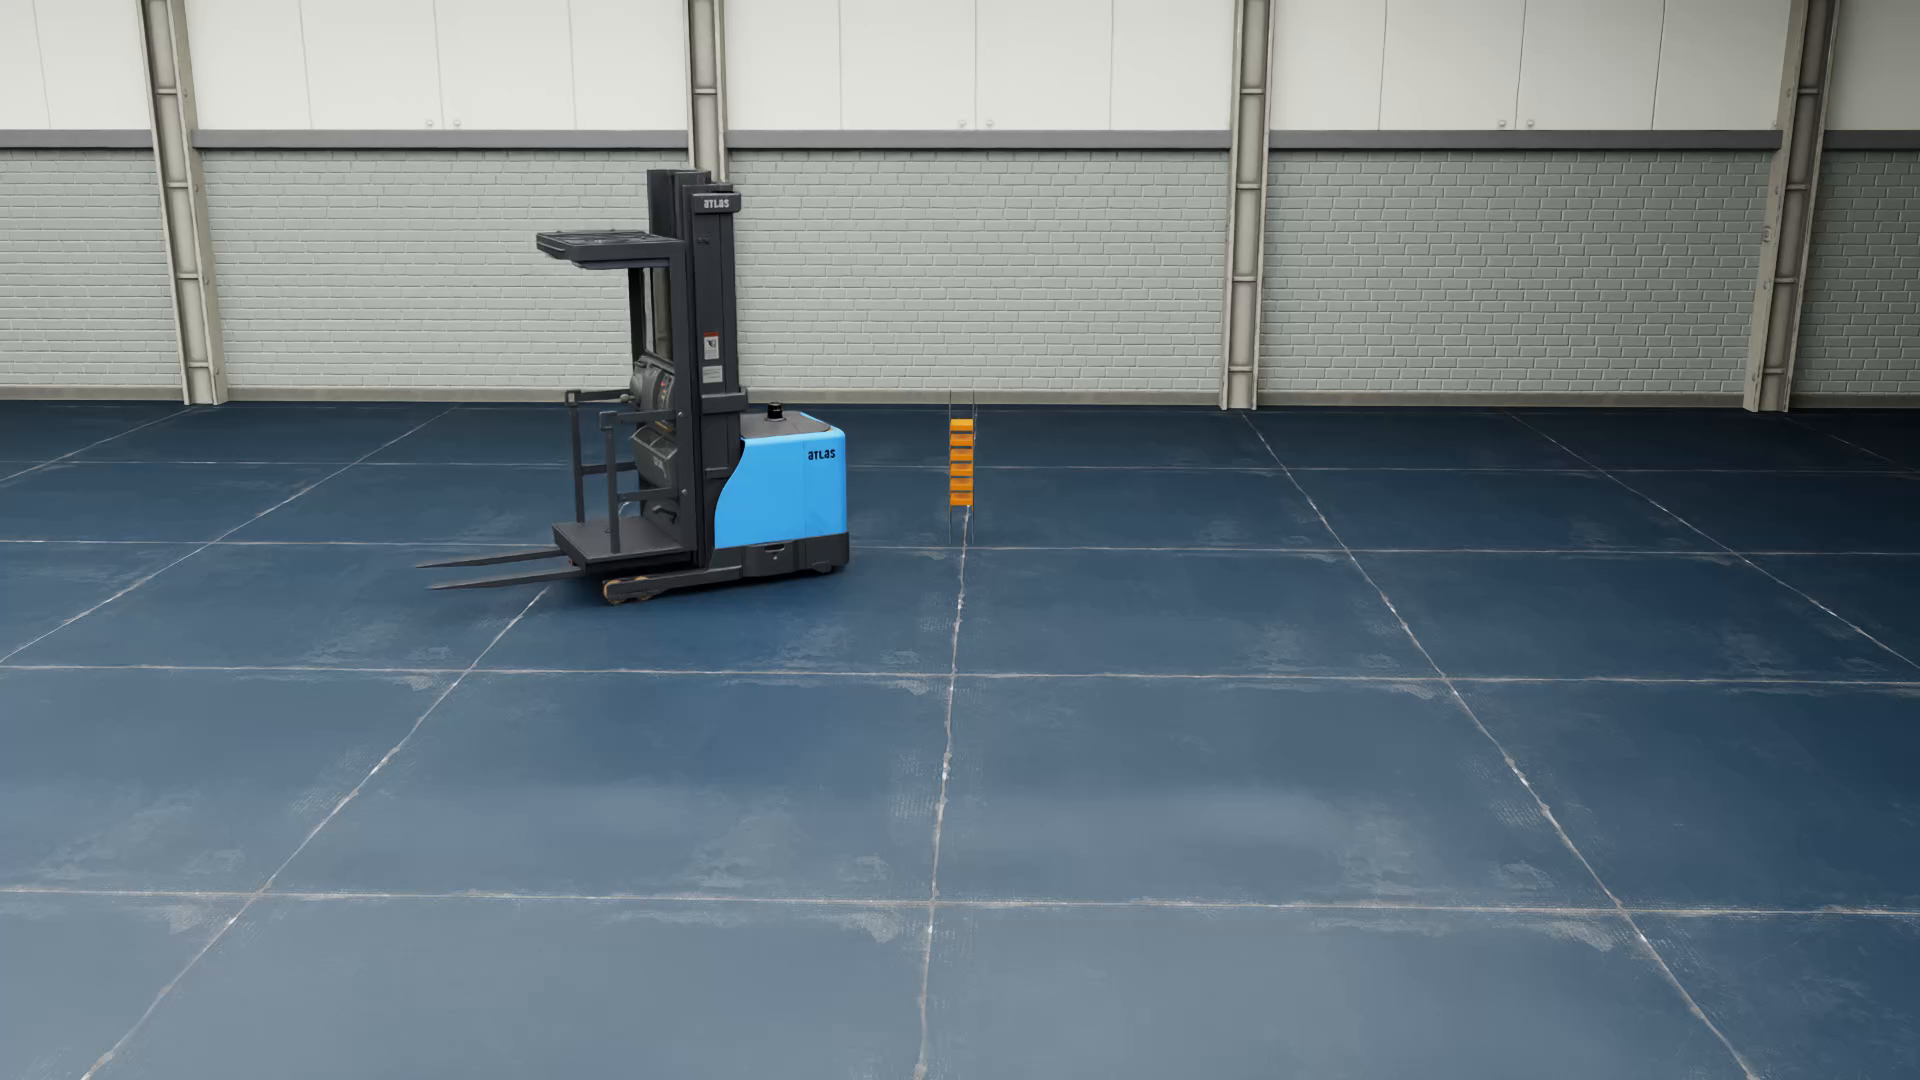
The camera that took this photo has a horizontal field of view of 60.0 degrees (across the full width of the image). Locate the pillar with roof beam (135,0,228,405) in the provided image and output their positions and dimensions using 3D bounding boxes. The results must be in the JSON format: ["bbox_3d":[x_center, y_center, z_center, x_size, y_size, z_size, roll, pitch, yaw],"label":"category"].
[{"bbox_3d":[-8.912,-4.862,14.127,0.400,9.000,9.100,0,15,1],"label":"pillar with roof beam"}]

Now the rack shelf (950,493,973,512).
[{"bbox_3d":[0.014,-0.305,13.259,0.180,0.103,0.258,0,15,1],"label":"rack shelf"}]

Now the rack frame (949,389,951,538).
[{"bbox_3d":[-0.077,-0.581,13.189,0.006,1.200,0.240,0,15,1],"label":"rack frame"}]

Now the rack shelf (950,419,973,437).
[{"bbox_3d":[0.014,-0.885,13.106,0.180,0.103,0.258,0,15,1],"label":"rack shelf"}]

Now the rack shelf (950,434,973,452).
[{"bbox_3d":[0.014,-0.769,13.137,0.180,0.103,0.258,0,15,1],"label":"rack shelf"}]

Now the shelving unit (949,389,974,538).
[{"bbox_3d":[0.014,-0.580,13.187,0.189,1.200,0.258,0,15,1],"label":"shelving unit"}]

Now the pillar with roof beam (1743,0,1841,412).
[{"bbox_3d":[9.082,-4.744,13.683,0.400,9.000,9.100,0,15,1],"label":"pillar with roof beam"}]

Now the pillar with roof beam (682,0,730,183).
[{"bbox_3d":[-2.914,-4.823,13.979,0.400,9.000,9.100,0,15,1],"label":"pillar with roof beam"}]

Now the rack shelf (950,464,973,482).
[{"bbox_3d":[0.014,-0.537,13.198,0.180,0.103,0.258,0,15,1],"label":"rack shelf"}]

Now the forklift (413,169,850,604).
[{"bbox_3d":[-2.381,-1.122,11.847,3.031,2.935,1.130,-7,16,-26],"label":"forklift"}]

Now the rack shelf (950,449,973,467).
[{"bbox_3d":[0.014,-0.653,13.167,0.180,0.103,0.258,0,15,1],"label":"rack shelf"}]

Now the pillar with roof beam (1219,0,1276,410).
[{"bbox_3d":[3.084,-4.783,13.831,0.400,9.000,9.100,0,15,1],"label":"pillar with roof beam"}]

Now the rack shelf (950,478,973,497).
[{"bbox_3d":[0.014,-0.421,13.229,0.180,0.103,0.258,0,15,1],"label":"rack shelf"}]
